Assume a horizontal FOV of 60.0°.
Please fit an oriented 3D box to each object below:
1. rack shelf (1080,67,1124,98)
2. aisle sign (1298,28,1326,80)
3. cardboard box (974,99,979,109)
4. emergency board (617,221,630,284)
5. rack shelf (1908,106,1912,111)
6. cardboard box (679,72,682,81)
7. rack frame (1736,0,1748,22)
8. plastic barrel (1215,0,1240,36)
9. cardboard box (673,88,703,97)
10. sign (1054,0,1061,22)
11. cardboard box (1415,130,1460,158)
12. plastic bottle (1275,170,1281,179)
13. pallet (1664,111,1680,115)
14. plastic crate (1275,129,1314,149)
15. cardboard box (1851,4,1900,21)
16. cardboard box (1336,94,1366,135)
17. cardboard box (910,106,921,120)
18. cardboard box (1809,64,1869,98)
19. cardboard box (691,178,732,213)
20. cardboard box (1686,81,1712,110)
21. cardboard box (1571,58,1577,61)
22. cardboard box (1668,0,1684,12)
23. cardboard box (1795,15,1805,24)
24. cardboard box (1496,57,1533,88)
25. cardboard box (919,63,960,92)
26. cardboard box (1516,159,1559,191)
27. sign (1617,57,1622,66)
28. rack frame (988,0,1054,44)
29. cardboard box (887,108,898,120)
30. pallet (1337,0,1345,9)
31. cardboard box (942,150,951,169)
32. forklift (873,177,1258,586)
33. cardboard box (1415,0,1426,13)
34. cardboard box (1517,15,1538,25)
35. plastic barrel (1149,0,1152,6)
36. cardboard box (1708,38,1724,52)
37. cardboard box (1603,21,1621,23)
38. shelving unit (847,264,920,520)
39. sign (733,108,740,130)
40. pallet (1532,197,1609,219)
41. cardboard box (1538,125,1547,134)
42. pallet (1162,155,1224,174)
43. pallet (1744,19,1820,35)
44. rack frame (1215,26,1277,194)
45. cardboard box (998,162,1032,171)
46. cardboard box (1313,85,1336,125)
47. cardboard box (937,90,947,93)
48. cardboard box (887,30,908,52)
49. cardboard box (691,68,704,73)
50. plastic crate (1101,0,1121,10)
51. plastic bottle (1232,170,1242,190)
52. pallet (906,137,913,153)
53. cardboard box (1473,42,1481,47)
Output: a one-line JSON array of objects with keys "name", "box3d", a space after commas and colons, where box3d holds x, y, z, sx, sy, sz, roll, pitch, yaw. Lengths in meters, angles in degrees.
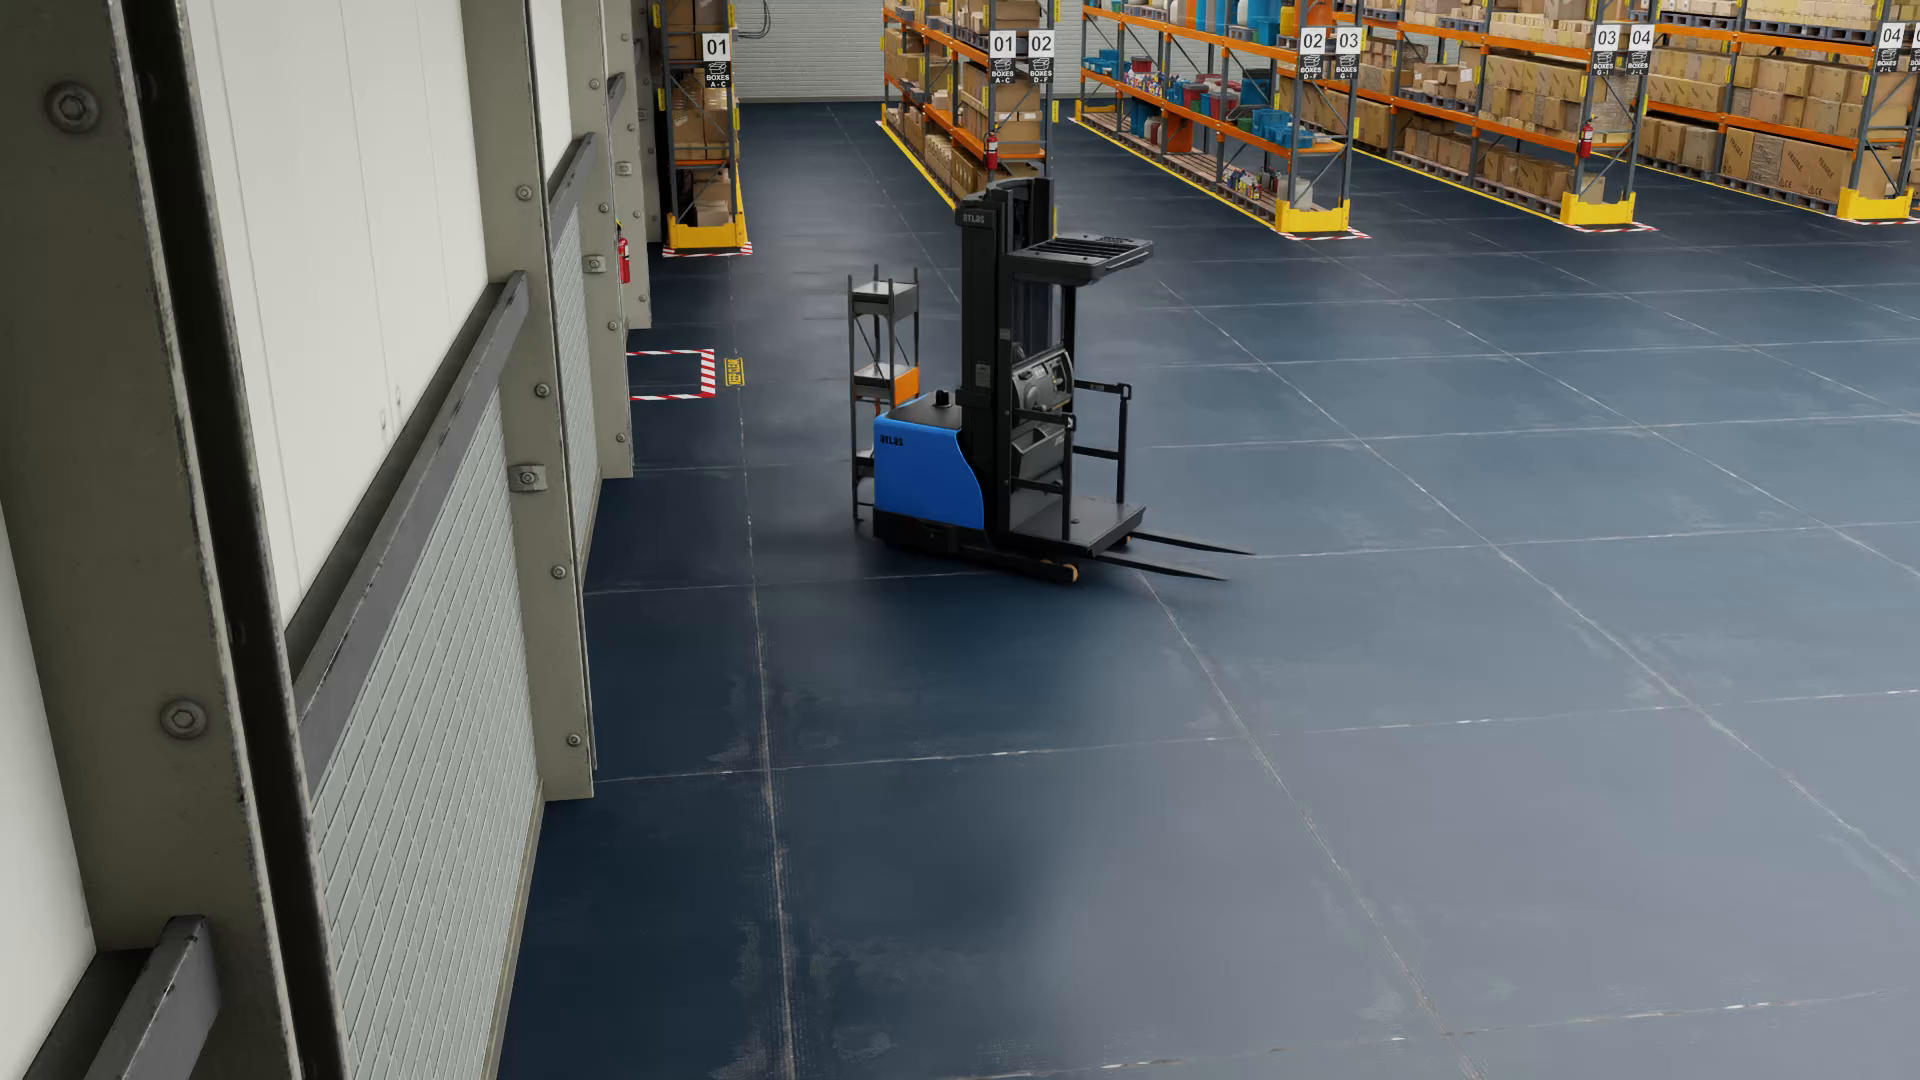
[{"name": "rack shelf", "box3d": [3.826, -11.007, 39.928, 1.077, 0.370, 4.000, -3, 21, -8]}, {"name": "aisle sign", "box3d": [5.560, -7.675, 26.262, 0.394, 0.787, 0.004, -3, 21, -8]}, {"name": "cardboard box", "box3d": [0.439, -7.345, 28.025, 0.380, 0.149, 0.250, -3, 21, -8]}, {"name": "emergency board", "box3d": [-3.733, -3.261, 18.160, 0.194, 1.169, 0.643, -3, 21, -8]}, {"name": "rack shelf", "box3d": [19.687, -8.987, 34.519, 1.077, 0.370, 4.000, -3, 21, -8]}, {"name": "cardboard box", "box3d": [-5.442, -9.113, 33.231, 0.500, 0.500, 0.500, -3, 21, -7]}, {"name": "rack frame", "box3d": [15.091, -11.157, 30.727, 1.000, 3.000, 0.127, -3, 21, -8]}, {"name": "plastic barrel", "box3d": [4.979, -9.687, 30.362, 0.600, 0.901, 0.708, -3, 21, -8]}, {"name": "cardboard box", "box3d": [-4.675, -7.499, 28.622, 0.500, 0.500, 0.500, -3, 21, -9]}, {"name": "sign", "box3d": [1.492, -8.126, 25.536, 0.100, 0.325, 0.005, -3, 21, -8]}, {"name": "cardboard box", "box3d": [9.801, -8.129, 34.138, 0.700, 0.500, 0.500, -5, 21, -12]}, {"name": "plastic bottle", "box3d": [5.720, -6.460, 29.883, 0.144, 0.351, 0.185, -3, 21, -8]}, {"name": "pallet", "box3d": [18.611, -10.786, 42.292, 1.003, 0.211, 1.213, -3, 21, -8]}, {"name": "plastic crate", "box3d": [5.476, -6.585, 27.274, 0.499, 0.251, 0.616, -3, 21, -8]}, {"name": "cardboard box", "box3d": [15.321, -8.835, 27.843, 0.500, 0.250, 0.500, -3, 21, -7]}, {"name": "cardboard box", "box3d": [9.257, -9.573, 37.496, 1.225, 0.875, 0.875, -4, 21, -10]}, {"name": "cardboard box", "box3d": [-0.815, -9.264, 36.103, 0.500, 0.250, 0.500, -3, 21, -8]}, {"name": "cardboard box", "box3d": [15.536, -8.055, 29.238, 0.875, 0.550, 0.550, -3, 21, -8]}, {"name": "cardboard box", "box3d": [-4.109, -5.730, 27.715, 0.700, 0.500, 0.500, -4, 21, -11]}, {"name": "cardboard box", "box3d": [14.679, -8.736, 32.675, 0.500, 0.500, 0.500, -3, 21, -8]}, {"name": "cardboard box", "box3d": [13.806, -10.684, 36.943, 0.380, 0.149, 0.250, -2, 21, -5]}, {"name": "cardboard box", "box3d": [14.548, -10.726, 33.244, 0.500, 0.311, 0.500, -3, 21, -9]}, {"name": "cardboard box", "box3d": [15.027, -9.208, 29.412, 0.380, 0.149, 0.250, -3, 21, -7]}, {"name": "cardboard box", "box3d": [10.055, -8.445, 30.042, 0.500, 0.500, 0.500, -3, 21, -8]}, {"name": "cardboard box", "box3d": [-0.414, -9.474, 34.052, 0.700, 0.500, 0.500, -10, 23, -26]}, {"name": "cardboard box", "box3d": [10.444, -6.608, 30.094, 0.500, 0.500, 0.500, -5, 21, -13]}, {"name": "sign", "box3d": [13.979, -10.206, 35.214, 0.100, 0.325, 0.005, -3, 21, -8]}, {"name": "rack frame", "box3d": [0.942, -9.059, 25.109, 1.000, 3.000, 0.127, -3, 21, -8]}, {"name": "cardboard box", "box3d": [-1.495, -10.330, 40.389, 0.500, 0.250, 0.500, -3, 21, -8]}, {"name": "pallet", "box3d": [8.908, -12.549, 38.867, 1.003, 0.211, 1.213, -3, 21, -8]}, {"name": "cardboard box", "box3d": [-0.058, -7.110, 30.994, 0.500, 0.311, 0.500, -2, 21, -6]}, {"name": "forklift", "box3d": [0.826, -1.235, 12.833, 3.031, 2.935, 1.130, 11, 23, 28]}, {"name": "cardboard box", "box3d": [9.475, -10.851, 33.338, 0.500, 0.500, 0.500, -3, 21, -7]}, {"name": "cardboard box", "box3d": [10.064, -9.162, 29.317, 0.380, 0.149, 0.250, -3, 21, -9]}, {"name": "plastic barrel", "box3d": [4.447, -12.036, 36.498, 0.600, 0.588, 0.600, 0, 20, 0]}, {"name": "cardboard box", "box3d": [18.481, -12.066, 40.163, 0.500, 0.500, 0.500, -3, 21, -8]}, {"name": "cardboard box", "box3d": [10.834, -8.551, 27.682, 0.380, 0.149, 0.250, -3, 21, -9]}, {"name": "shelving unit", "box3d": [-0.628, -1.216, 13.970, 0.431, 2.100, 0.503, 9, 22, 22]}, {"name": "sign", "box3d": [-3.423, -6.430, 25.408, 0.100, 0.325, 0.005, -3, 21, -8]}, {"name": "pallet", "box3d": [10.652, -5.750, 28.809, 1.003, 0.211, 1.213, -3, 21, -8]}, {"name": "cardboard box", "box3d": [10.303, -7.149, 28.930, 0.380, 0.149, 0.250, -3, 21, -8]}, {"name": "pallet", "box3d": [4.764, -7.690, 34.005, 1.003, 0.211, 1.213, -3, 21, -8]}, {"name": "pallet", "box3d": [15.199, -9.427, 30.508, 1.003, 0.211, 1.213, -3, 21, -8]}, {"name": "rack frame", "box3d": [5.267, -7.882, 30.532, 1.000, 3.000, 0.127, -3, 21, -8]}, {"name": "cardboard box", "box3d": [0.926, -6.051, 27.887, 0.500, 0.500, 0.500, -3, 21, -8]}, {"name": "cardboard box", "box3d": [8.999, -10.335, 39.538, 0.875, 0.875, 0.875, -3, 21, -8]}, {"name": "cardboard box", "box3d": [-0.202, -8.848, 33.247, 0.500, 0.311, 0.500, -2, 21, -4]}, {"name": "cardboard box", "box3d": [-1.479, -11.956, 39.868, 0.500, 0.500, 0.500, -3, 21, -7]}, {"name": "cardboard box", "box3d": [-4.972, -9.095, 32.082, 0.380, 0.149, 0.250, -6, 21, -17]}, {"name": "plastic crate", "box3d": [3.552, -12.603, 39.056, 0.437, 0.282, 0.530, -3, 21, -8]}, {"name": "plastic bottle", "box3d": [5.000, -6.481, 29.939, 0.144, 0.351, 0.185, -4, 21, -10]}, {"name": "pallet", "box3d": [-0.633, -8.817, 37.022, 1.003, 0.211, 1.213, -3, 21, -8]}, {"name": "cardboard box", "box3d": [13.255, -12.334, 41.885, 0.500, 0.500, 0.500, -3, 21, -8]}]
